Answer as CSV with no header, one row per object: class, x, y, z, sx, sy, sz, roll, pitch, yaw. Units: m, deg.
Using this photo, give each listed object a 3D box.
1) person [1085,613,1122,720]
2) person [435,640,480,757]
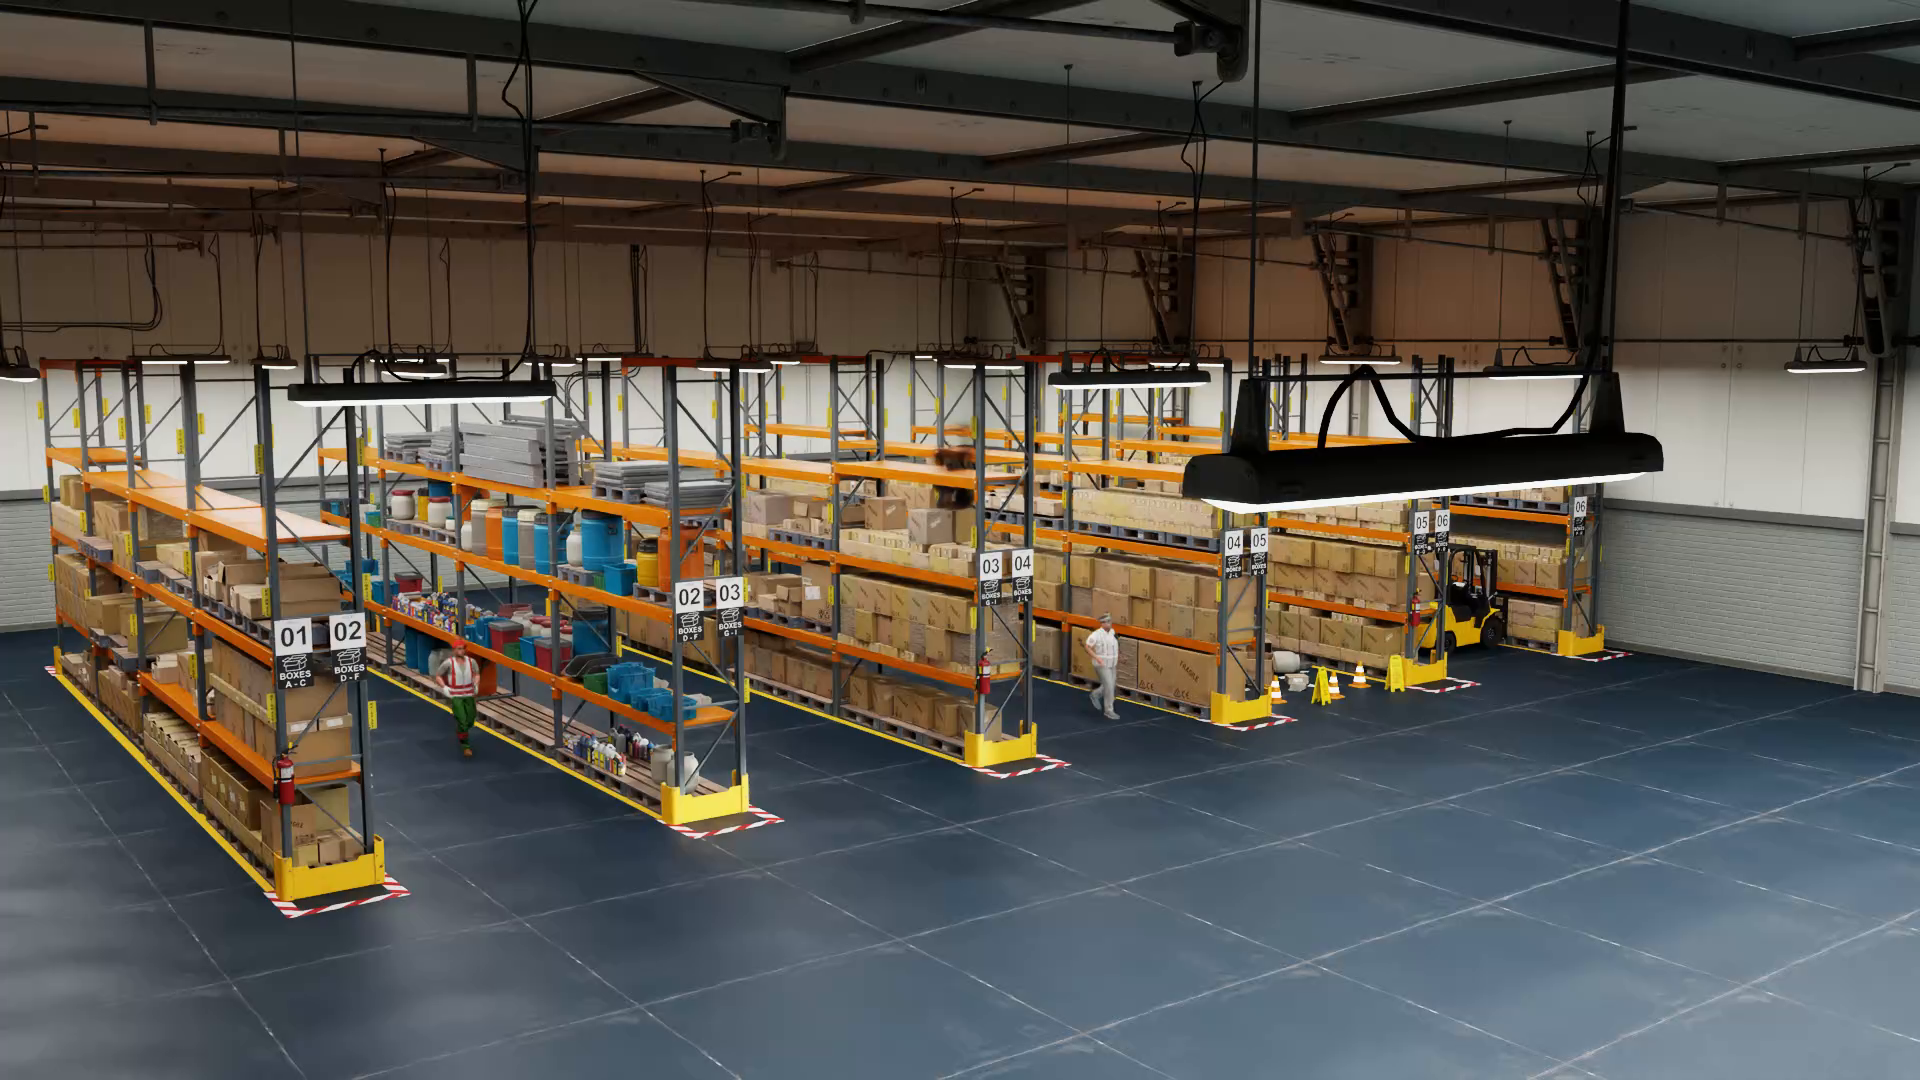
person,2.413,2.095,28.061,0.671,1.775,0.774,-7,10,-44
person,-7.680,2.397,25.523,0.667,1.767,0.741,-5,8,-35
